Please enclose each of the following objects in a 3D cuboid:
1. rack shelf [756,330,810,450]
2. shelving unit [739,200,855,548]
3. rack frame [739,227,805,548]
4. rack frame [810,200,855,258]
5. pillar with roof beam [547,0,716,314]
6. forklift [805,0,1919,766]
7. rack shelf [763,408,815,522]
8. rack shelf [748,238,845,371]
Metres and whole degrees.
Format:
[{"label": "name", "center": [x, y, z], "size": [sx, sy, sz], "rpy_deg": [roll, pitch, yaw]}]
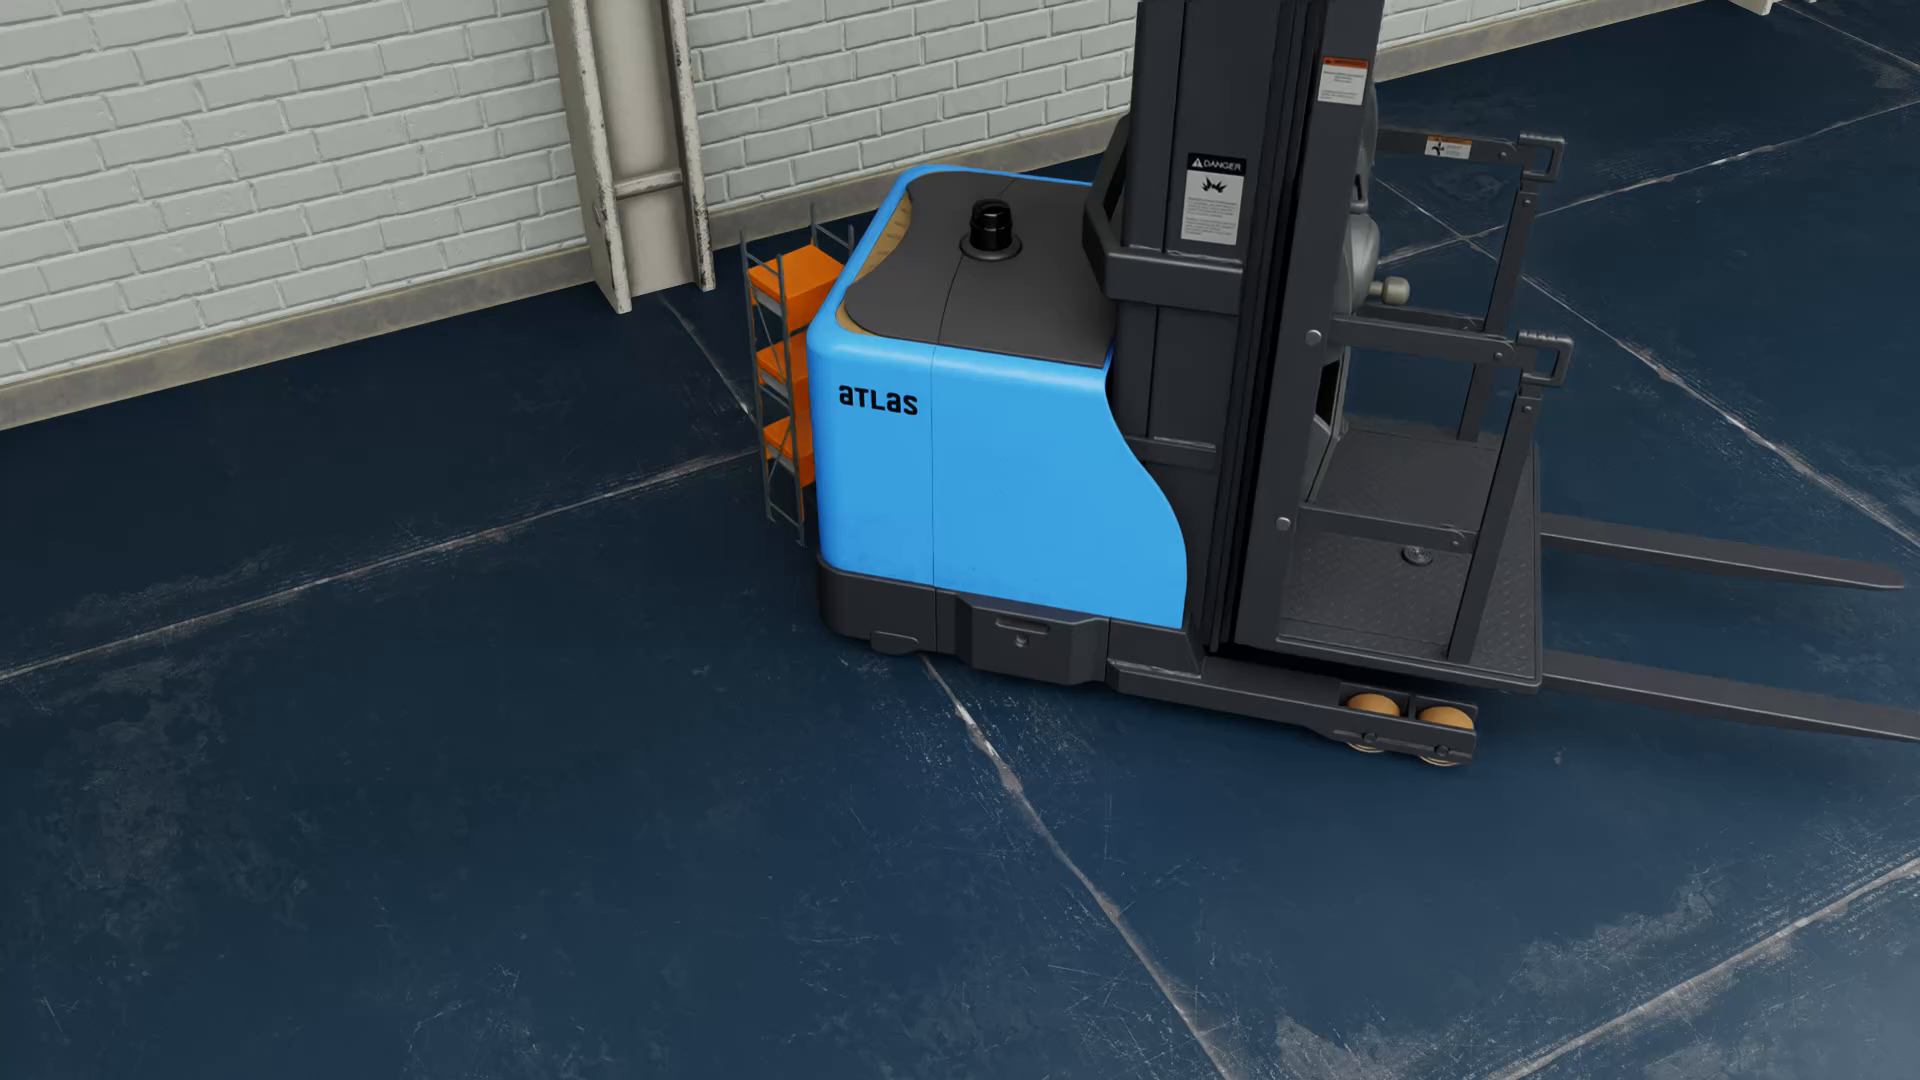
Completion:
[{"label": "rack shelf", "center": [-0.459, -0.468, 5.006], "size": [0.240, 0.259, 0.215], "rpy_deg": [-28, 48, -29]}, {"label": "shelving unit", "center": [-0.459, -0.476, 5.000], "size": [0.252, 1.050, 0.215], "rpy_deg": [-28, 48, -29]}, {"label": "rack frame", "center": [-0.553, -0.425, 4.940], "size": [0.008, 1.050, 0.200], "rpy_deg": [-28, 48, -29]}, {"label": "rack frame", "center": [-0.366, -0.526, 5.059], "size": [0.008, 1.050, 0.200], "rpy_deg": [-28, 48, -29]}, {"label": "pillar with roof beam", "center": [0.807, -1.965, 0.606], "size": [0.400, 9.000, 9.100], "rpy_deg": [-19, 44, -21]}, {"label": "forklift", "center": [1.163, -0.886, 4.028], "size": [3.031, 2.935, 1.130], "rpy_deg": [9, 41, 11]}, {"label": "rack shelf", "center": [-0.459, -0.256, 5.186], "size": [0.240, 0.259, 0.215], "rpy_deg": [-28, 48, -29]}, {"label": "rack shelf", "center": [-0.459, -0.684, 4.823], "size": [0.240, 0.259, 0.215], "rpy_deg": [-28, 48, -29]}]
